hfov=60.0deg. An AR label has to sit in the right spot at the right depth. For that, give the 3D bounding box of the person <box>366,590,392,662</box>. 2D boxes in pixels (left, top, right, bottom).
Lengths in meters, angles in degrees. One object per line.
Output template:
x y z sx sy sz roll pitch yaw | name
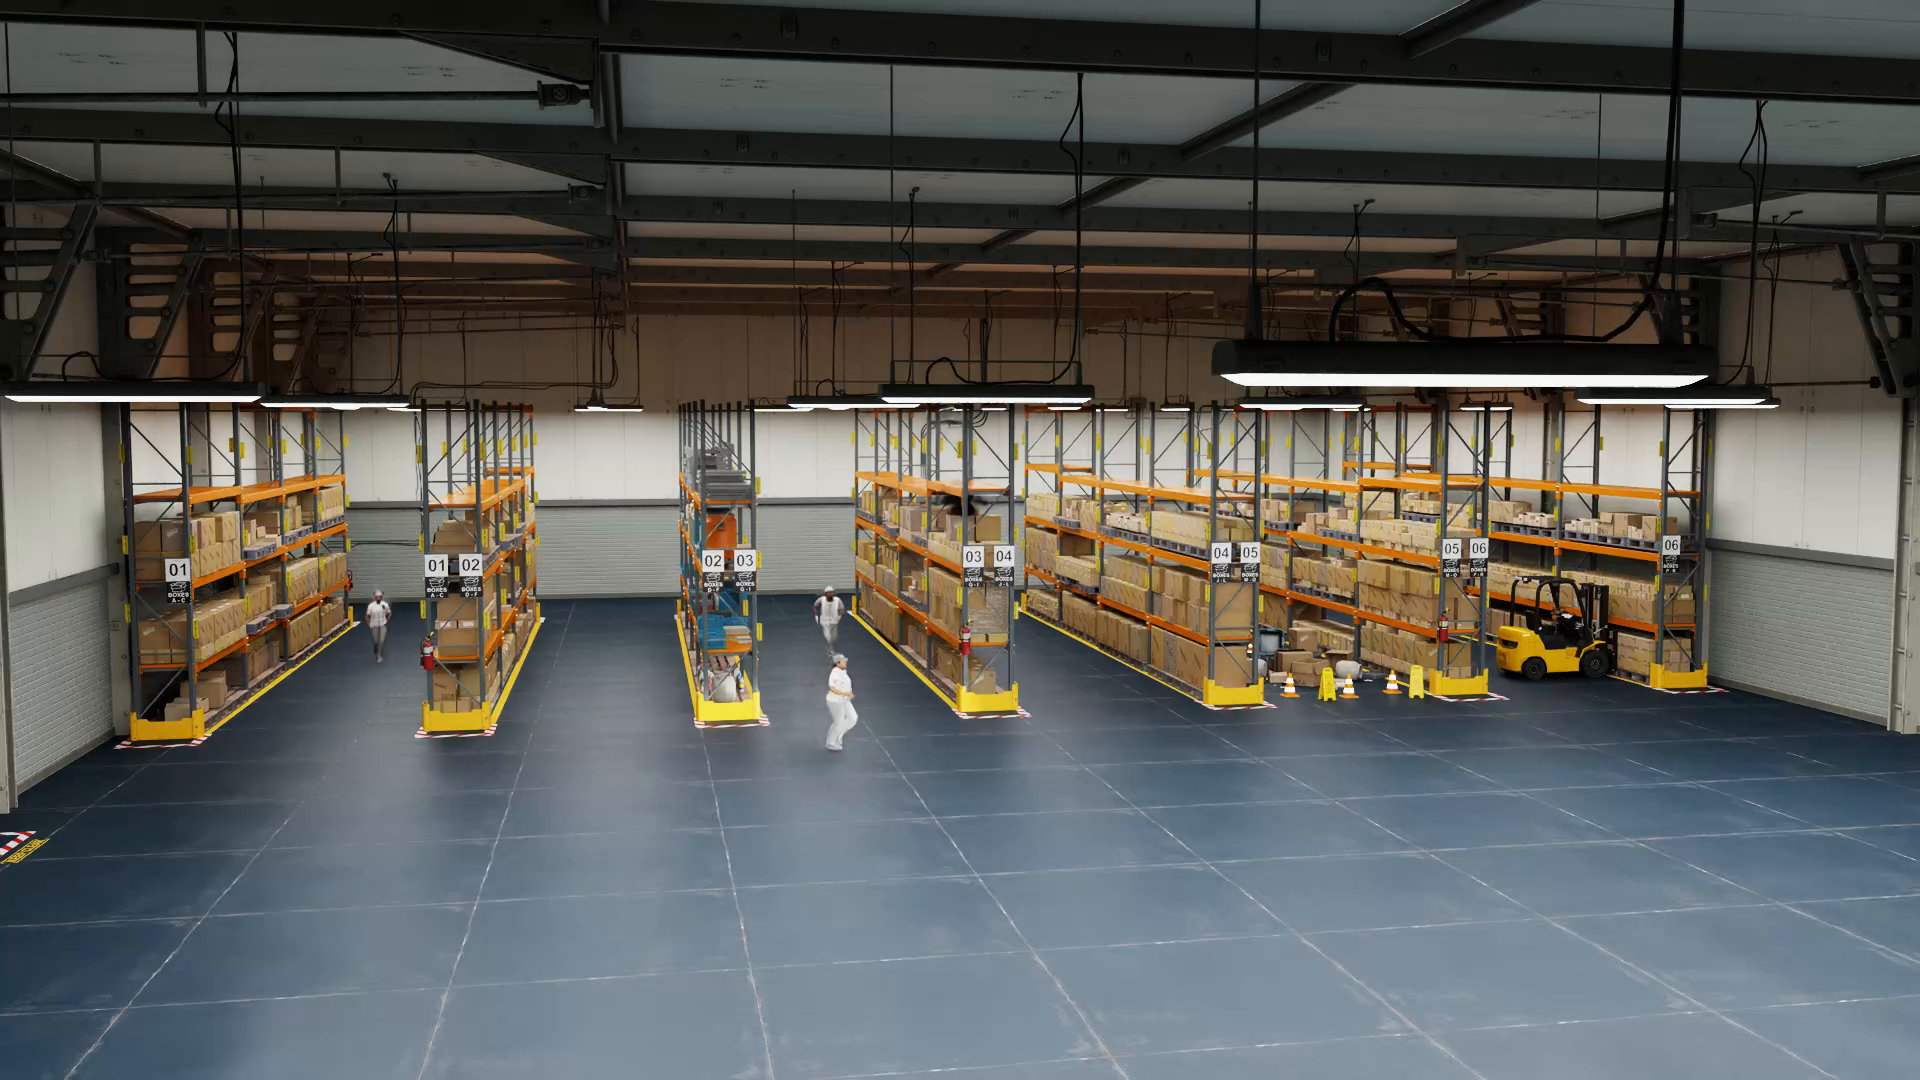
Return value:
-13.512 1.990 38.690 0.582 1.665 0.578 -1 5 -19 | person

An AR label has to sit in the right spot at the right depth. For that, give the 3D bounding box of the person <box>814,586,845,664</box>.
-3.013 1.940 38.467 0.707 1.771 1.004 -1 4 -13 | person

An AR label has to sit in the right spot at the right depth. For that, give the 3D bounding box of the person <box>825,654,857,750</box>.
-2.027 2.767 28.363 0.581 1.619 0.604 2 5 20 | person
